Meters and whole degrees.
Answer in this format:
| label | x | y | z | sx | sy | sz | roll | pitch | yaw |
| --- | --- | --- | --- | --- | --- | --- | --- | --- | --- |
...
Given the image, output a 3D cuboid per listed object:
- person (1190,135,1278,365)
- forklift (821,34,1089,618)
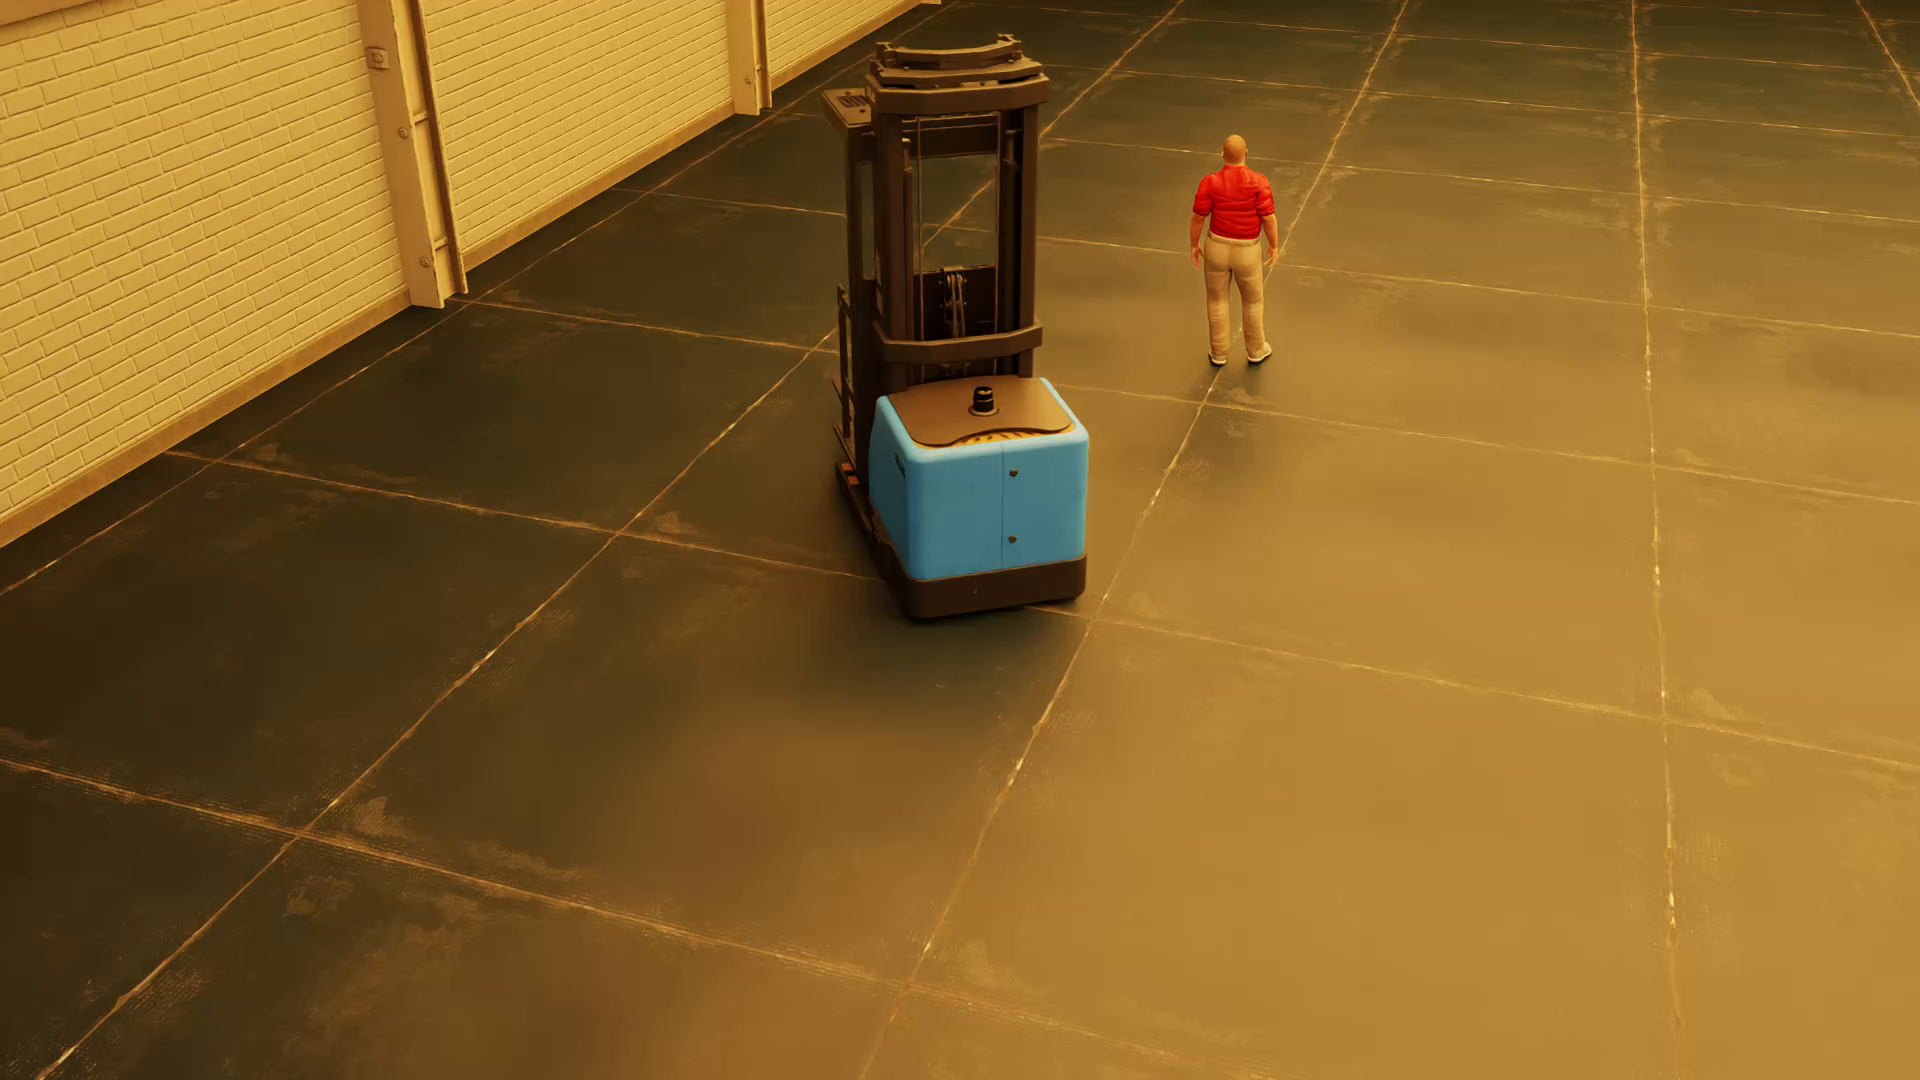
| label | x | y | z | sx | sy | sz | roll | pitch | yaw |
| --- | --- | --- | --- | --- | --- | --- | --- | --- | --- |
| person | 1.991 | -2.111 | 12.039 | 0.640 | 1.727 | 0.551 | 7 | 31 | 13 |
| forklift | -0.170 | -1.557 | 9.868 | 1.130 | 2.935 | 3.031 | -8 | 31 | -13 |
